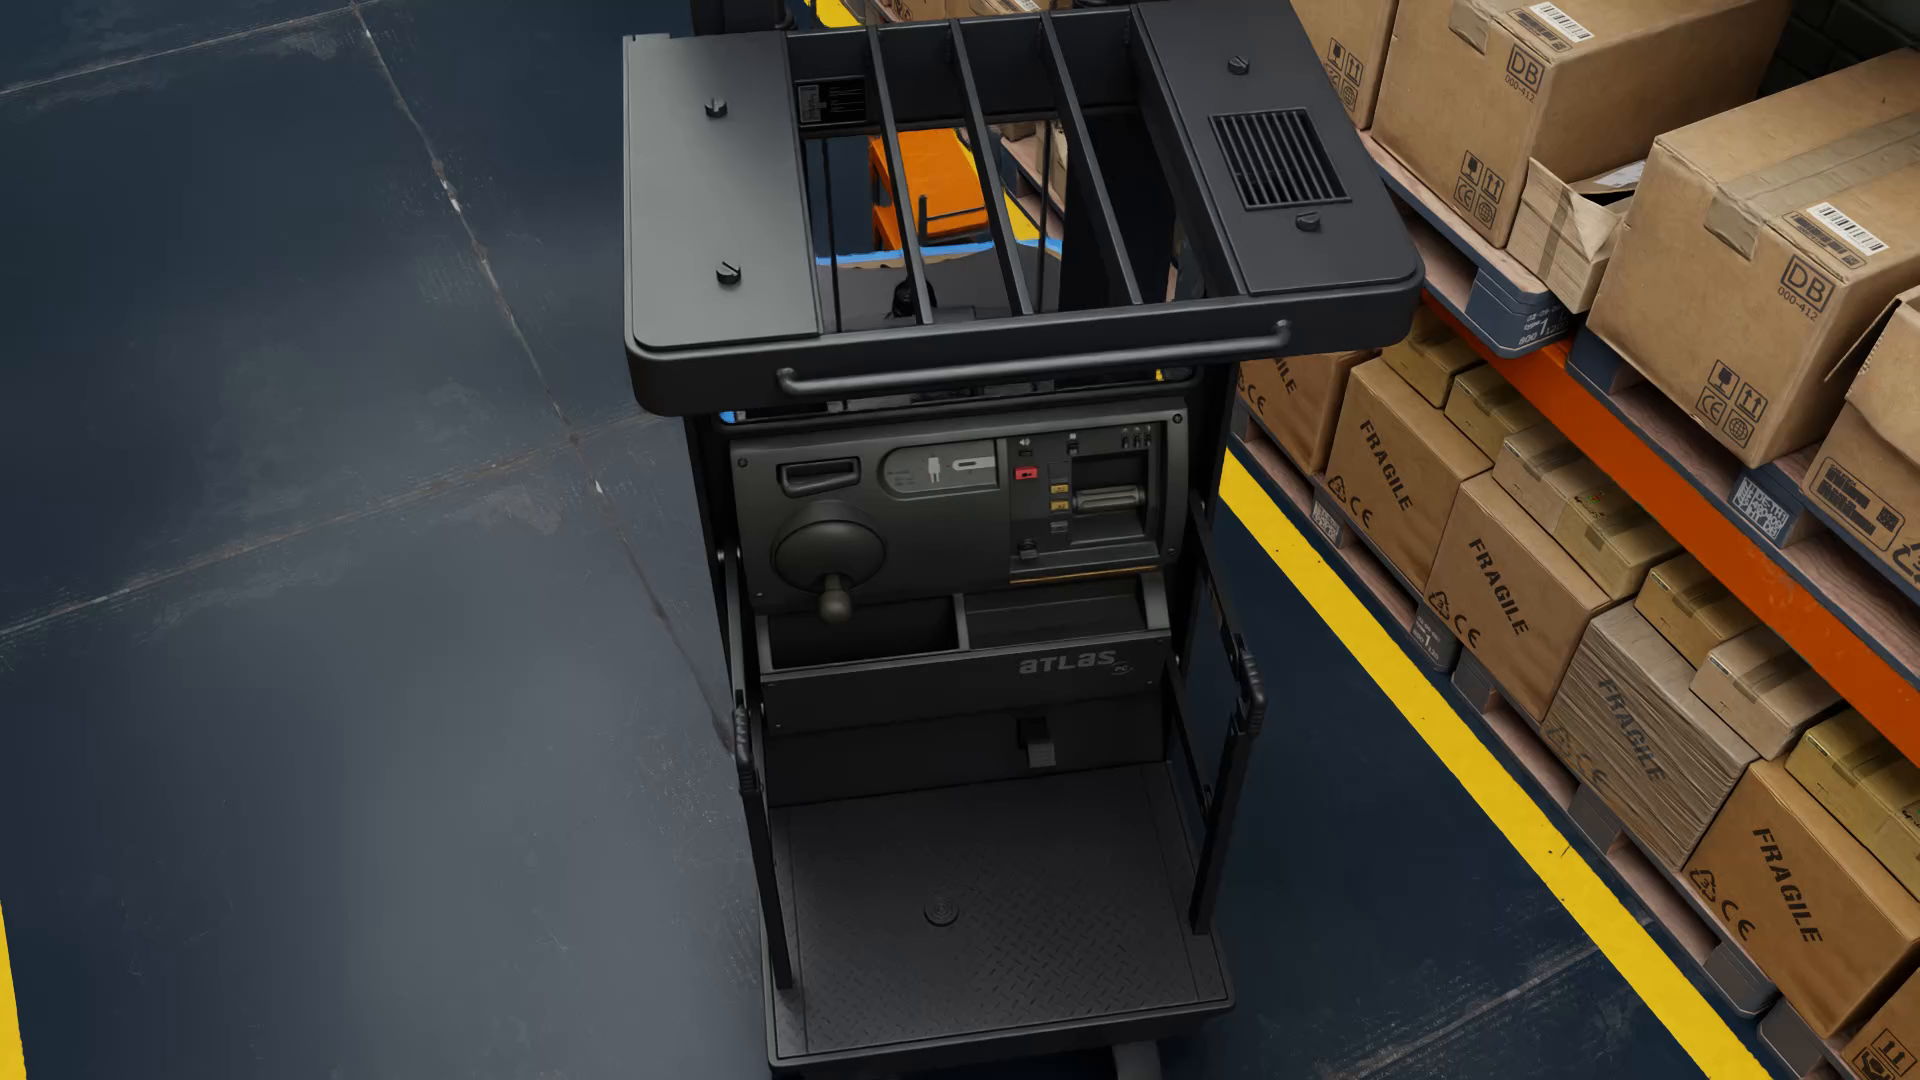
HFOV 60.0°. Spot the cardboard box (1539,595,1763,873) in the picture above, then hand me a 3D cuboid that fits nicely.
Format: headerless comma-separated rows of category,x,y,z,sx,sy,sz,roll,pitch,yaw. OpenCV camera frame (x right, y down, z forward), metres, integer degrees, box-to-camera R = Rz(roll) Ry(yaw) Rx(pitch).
cardboard box,1.906,0.432,4.261,0.500,0.500,0.500,-23,53,-19

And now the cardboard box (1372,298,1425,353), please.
cardboard box,1.299,-0.730,4.846,0.380,0.149,0.250,-22,53,-19

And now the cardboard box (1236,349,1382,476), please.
cardboard box,1.197,-0.605,5.168,0.500,0.500,0.500,-19,52,-16

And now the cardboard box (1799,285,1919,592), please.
cardboard box,2.095,-0.215,3.098,0.797,0.503,0.637,-22,52,-18

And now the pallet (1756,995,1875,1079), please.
pallet,2.698,1.391,3.893,1.003,0.211,1.213,-21,52,-18

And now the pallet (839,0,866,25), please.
pallet,-0.254,-2.866,7.617,1.003,0.211,1.213,-21,52,-18

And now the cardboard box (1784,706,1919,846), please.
cardboard box,2.126,0.491,3.778,0.380,0.149,0.250,-22,52,-18

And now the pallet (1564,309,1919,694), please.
pallet,2.112,-0.251,3.604,1.003,0.211,1.213,-21,52,-18

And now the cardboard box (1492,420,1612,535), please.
cardboard box,1.645,-0.203,4.386,0.380,0.149,0.250,-21,52,-18

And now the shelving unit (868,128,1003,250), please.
shelving unit,-0.075,-0.734,5.095,0.258,1.200,0.503,-14,50,-12

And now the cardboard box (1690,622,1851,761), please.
cardboard box,1.973,0.316,3.931,0.380,0.149,0.250,-23,53,-19

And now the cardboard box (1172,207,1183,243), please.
cardboard box,0.660,-1.163,5.889,0.380,0.149,0.250,-23,53,-19

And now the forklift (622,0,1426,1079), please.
forklift,0.040,0.045,3.263,1.130,2.935,3.031,-6,49,-5

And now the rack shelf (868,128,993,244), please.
rack shelf,-0.075,-0.993,4.799,0.258,0.148,0.480,-14,50,-12

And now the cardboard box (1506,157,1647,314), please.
cardboard box,1.470,-0.723,3.700,0.396,0.266,0.258,-19,51,-16

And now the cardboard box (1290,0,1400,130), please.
cardboard box,1.198,-1.462,4.190,0.700,0.500,0.500,-20,52,-17

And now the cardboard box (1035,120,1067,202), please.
cardboard box,0.496,-1.440,6.054,0.396,0.266,0.258,-19,52,-16

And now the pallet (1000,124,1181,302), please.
pallet,0.862,-1.233,6.189,1.003,0.211,1.213,-21,52,-18

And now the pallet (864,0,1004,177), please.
pallet,0.300,-2.051,6.904,1.003,0.211,1.213,-21,52,-18

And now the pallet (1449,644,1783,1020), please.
pallet,2.144,0.576,4.606,1.003,0.211,1.213,-21,52,-18

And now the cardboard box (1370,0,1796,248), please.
cardboard box,1.435,-1.115,3.887,0.700,0.500,0.500,-21,52,-17

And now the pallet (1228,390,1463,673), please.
pallet,1.581,-0.242,5.321,1.003,0.211,1.213,-21,52,-18

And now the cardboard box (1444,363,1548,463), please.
cardboard box,1.564,-0.383,4.543,0.380,0.149,0.250,-22,52,-18

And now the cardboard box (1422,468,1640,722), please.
cardboard box,1.674,0.083,4.566,0.500,0.500,0.500,-23,53,-19

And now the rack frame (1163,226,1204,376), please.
rack frame,1.176,-1.691,4.737,1.000,3.000,0.127,-21,52,-18

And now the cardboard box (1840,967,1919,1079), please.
cardboard box,2.402,1.123,3.657,0.500,0.500,0.500,-22,52,-18

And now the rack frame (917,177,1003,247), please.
rack frame,0.001,-0.560,4.942,0.240,1.200,0.015,-14,50,-12

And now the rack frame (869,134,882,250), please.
rack frame,-0.151,-0.909,5.248,0.240,1.200,0.015,-14,50,-12

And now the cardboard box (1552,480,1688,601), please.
cardboard box,1.756,-0.036,4.240,0.380,0.149,0.250,-19,52,-16

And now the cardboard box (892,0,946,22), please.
cardboard box,0.050,-2.268,6.623,0.500,0.500,0.500,-20,52,-17

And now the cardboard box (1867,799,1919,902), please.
cardboard box,2.241,0.658,3.633,0.380,0.149,0.250,-20,52,-16

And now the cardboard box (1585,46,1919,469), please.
cardboard box,1.794,-0.590,3.428,0.700,0.500,0.500,-21,52,-18

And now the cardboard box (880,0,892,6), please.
cardboard box,-0.103,-2.656,6.962,0.700,0.500,0.500,-19,52,-16

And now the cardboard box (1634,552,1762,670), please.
cardboard box,1.906,0.134,4.090,0.380,0.149,0.250,-21,52,-17

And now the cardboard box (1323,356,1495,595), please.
cardboard box,1.449,-0.252,4.860,0.500,0.500,0.500,-22,52,-18

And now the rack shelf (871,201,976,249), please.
rack shelf,-0.075,-0.837,4.977,0.258,0.148,0.480,-14,50,-12

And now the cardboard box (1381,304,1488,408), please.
cardboard box,1.426,-0.562,4.699,0.380,0.149,0.250,-24,53,-19

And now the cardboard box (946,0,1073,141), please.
cardboard box,0.372,-1.962,6.354,0.700,0.500,0.500,-23,53,-19

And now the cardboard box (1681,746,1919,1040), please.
cardboard box,2.160,0.774,3.962,0.500,0.500,0.500,-19,52,-16

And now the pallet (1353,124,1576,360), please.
pallet,1.444,-1.056,4.308,1.003,0.211,1.213,-21,52,-18

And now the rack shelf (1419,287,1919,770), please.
rack shelf,2.091,-0.116,3.837,1.077,0.370,4.000,-21,52,-18
